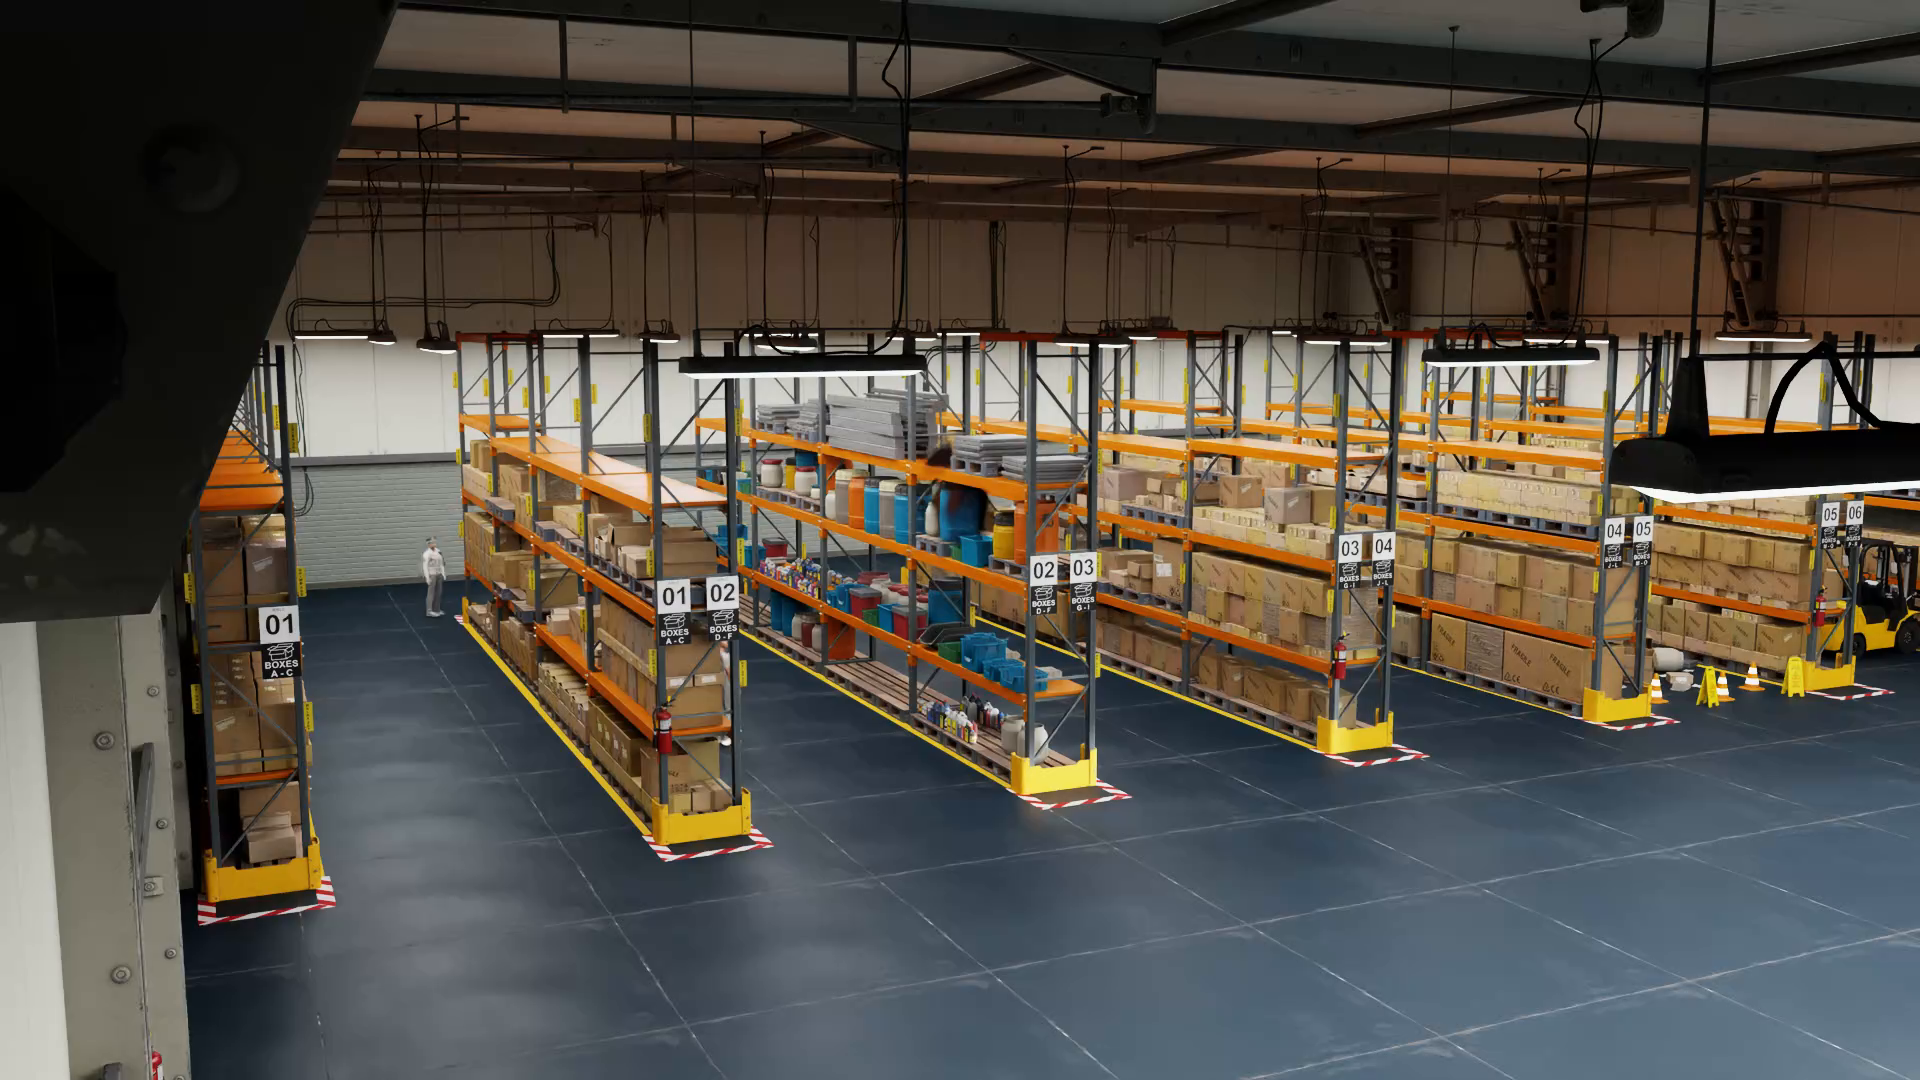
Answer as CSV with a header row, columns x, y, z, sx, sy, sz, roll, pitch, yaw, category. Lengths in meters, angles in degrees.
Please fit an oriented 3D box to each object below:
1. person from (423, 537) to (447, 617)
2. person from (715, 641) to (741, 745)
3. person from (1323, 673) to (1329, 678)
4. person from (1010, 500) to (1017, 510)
x,y,z,sx,sy,sz,roll,pitch,yaw,category
-11.104,0.775,35.157,0.373,1.727,0.523,2,8,12,person
-3.438,2.203,24.533,0.385,1.683,0.506,-5,9,-34,person
6.479,1.564,29.254,0.423,1.607,1.027,-2,8,-11,person
1.503,-0.374,43.564,0.473,1.651,0.760,5,9,35,person
